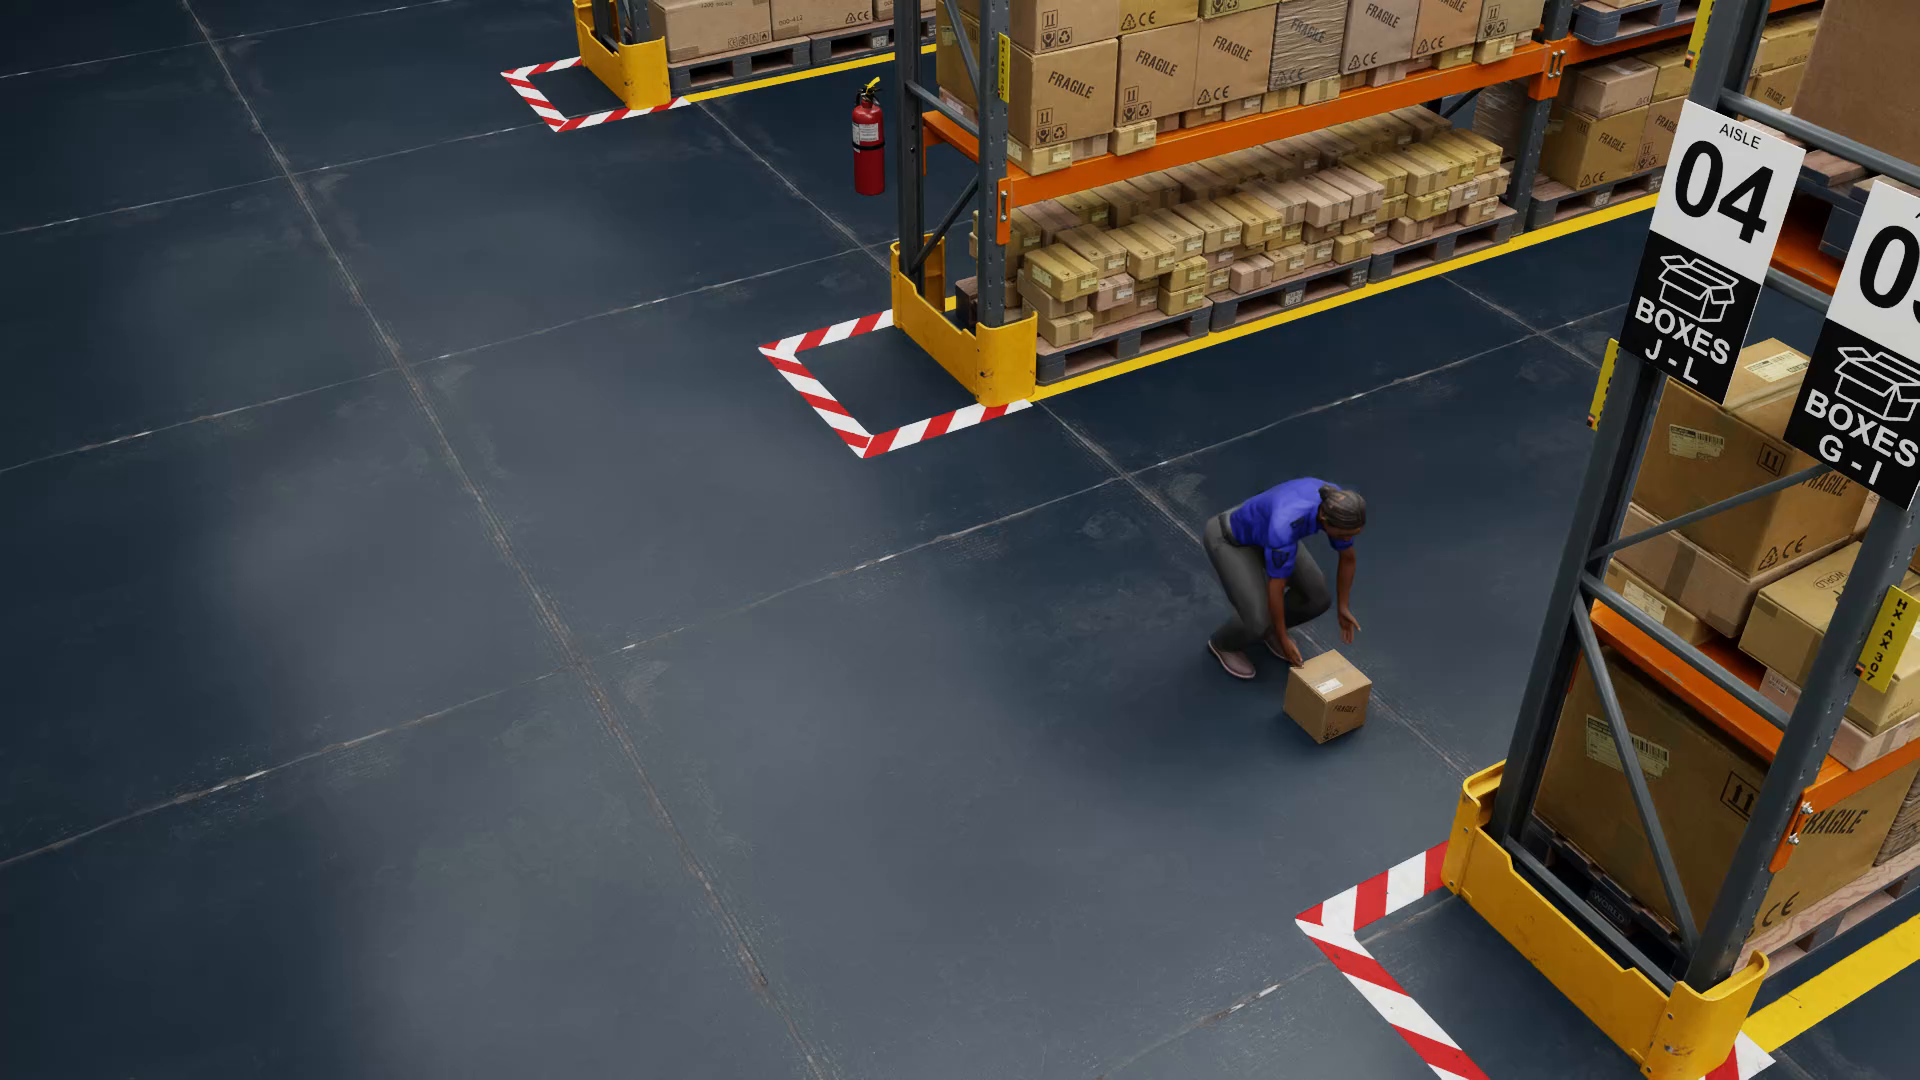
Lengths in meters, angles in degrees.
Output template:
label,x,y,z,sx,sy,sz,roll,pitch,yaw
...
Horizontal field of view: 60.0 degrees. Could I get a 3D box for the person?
label,x,y,z,sx,sy,sz,roll,pitch,yaw
person,1.412,0.114,7.244,0.498,1.106,0.749,-19,41,-24
